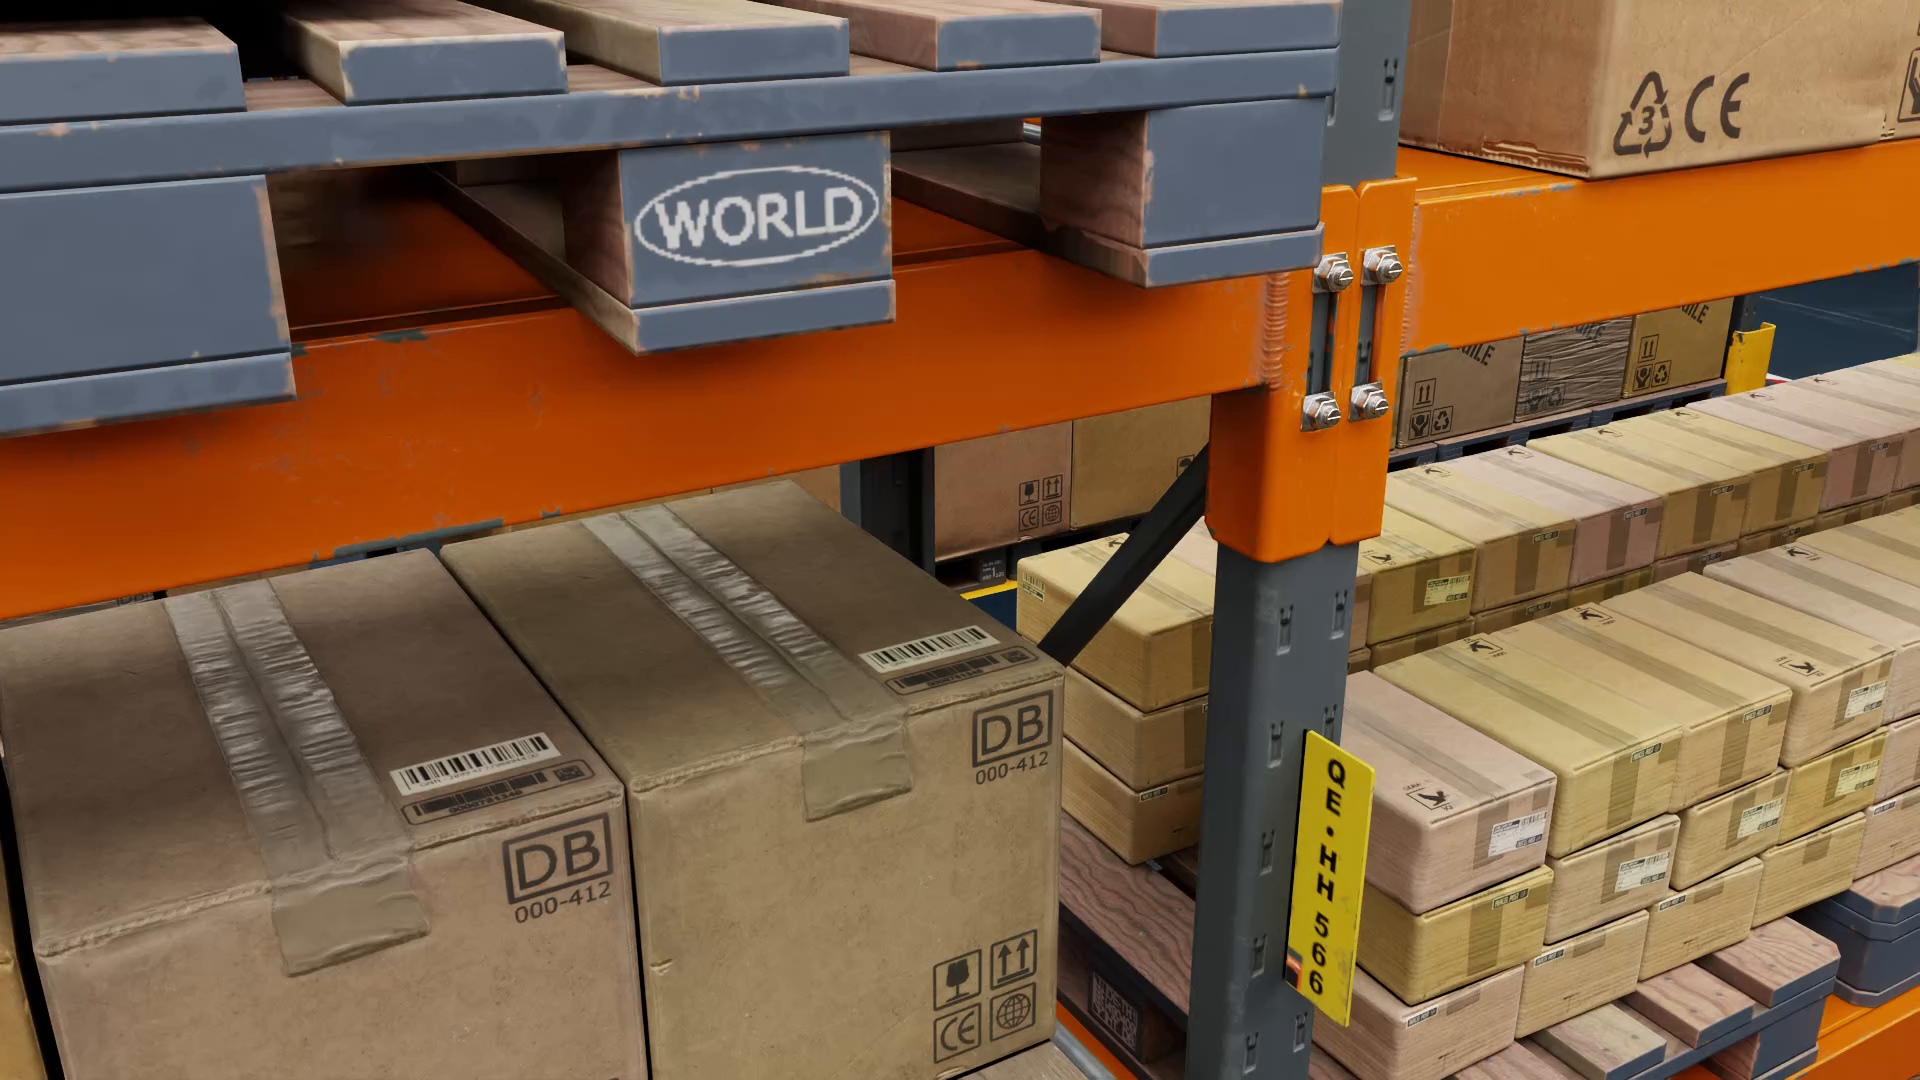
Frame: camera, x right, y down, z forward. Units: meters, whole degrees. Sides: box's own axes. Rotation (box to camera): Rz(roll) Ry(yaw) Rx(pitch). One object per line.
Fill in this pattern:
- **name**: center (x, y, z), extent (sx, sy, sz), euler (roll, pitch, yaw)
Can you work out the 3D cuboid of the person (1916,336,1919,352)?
- **person**: center (5.869, -1.419, 9.640), extent (0.557, 1.601, 1.035), euler (18, 28, 38)
